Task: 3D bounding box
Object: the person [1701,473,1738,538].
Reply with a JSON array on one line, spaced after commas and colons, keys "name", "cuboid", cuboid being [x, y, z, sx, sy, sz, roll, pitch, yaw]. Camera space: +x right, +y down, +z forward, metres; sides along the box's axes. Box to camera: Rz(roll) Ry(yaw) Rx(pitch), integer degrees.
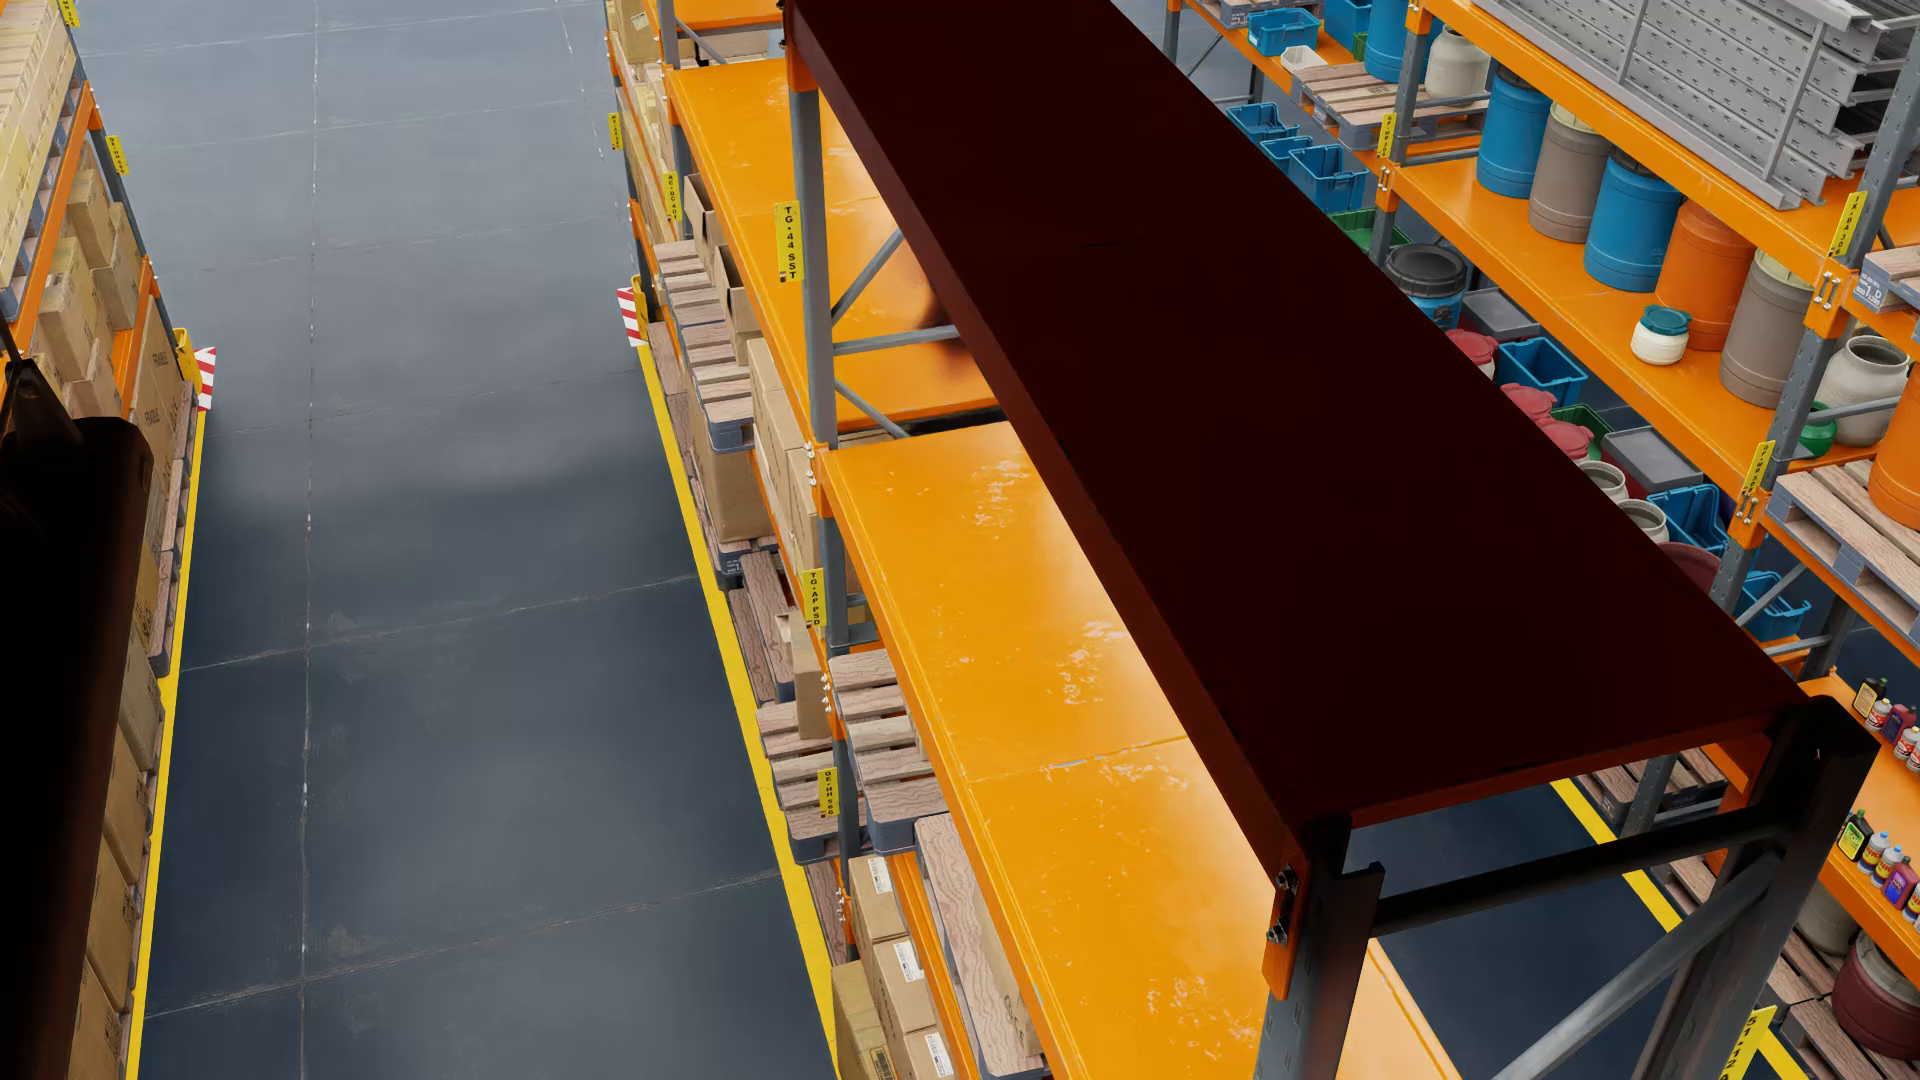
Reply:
[{"name": "person", "cuboid": [5.785, -0.676, 12.365, 0.642, 1.690, 0.894, -16, 41, -19]}]
